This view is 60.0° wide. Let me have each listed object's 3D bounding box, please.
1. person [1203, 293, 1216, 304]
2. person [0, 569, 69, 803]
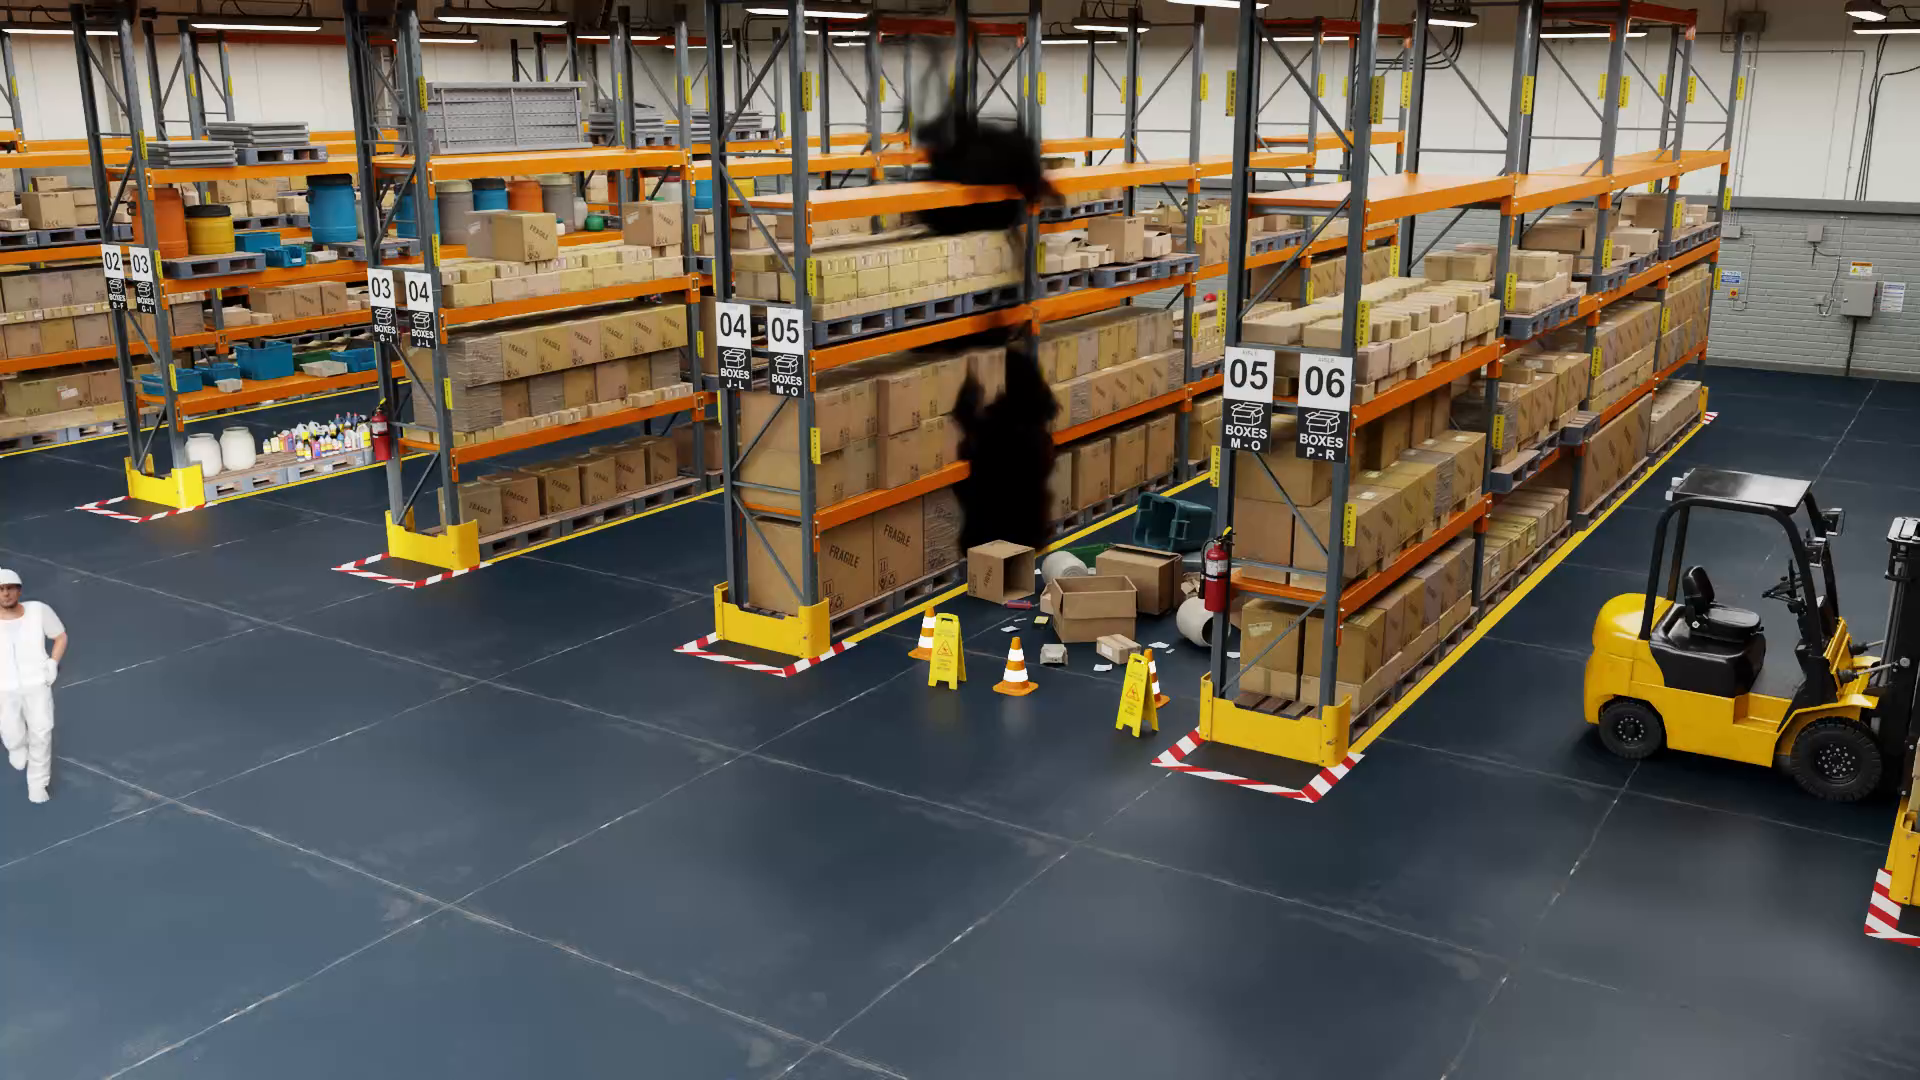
[{"bbox_3d":[4.199,-3.254,27.711,0.638,1.736,0.653,12,20,37],"label":"person"},{"bbox_3d":[-6.919,1.046,12.259,0.690,1.739,0.599,-9,18,-29],"label":"person"}]
